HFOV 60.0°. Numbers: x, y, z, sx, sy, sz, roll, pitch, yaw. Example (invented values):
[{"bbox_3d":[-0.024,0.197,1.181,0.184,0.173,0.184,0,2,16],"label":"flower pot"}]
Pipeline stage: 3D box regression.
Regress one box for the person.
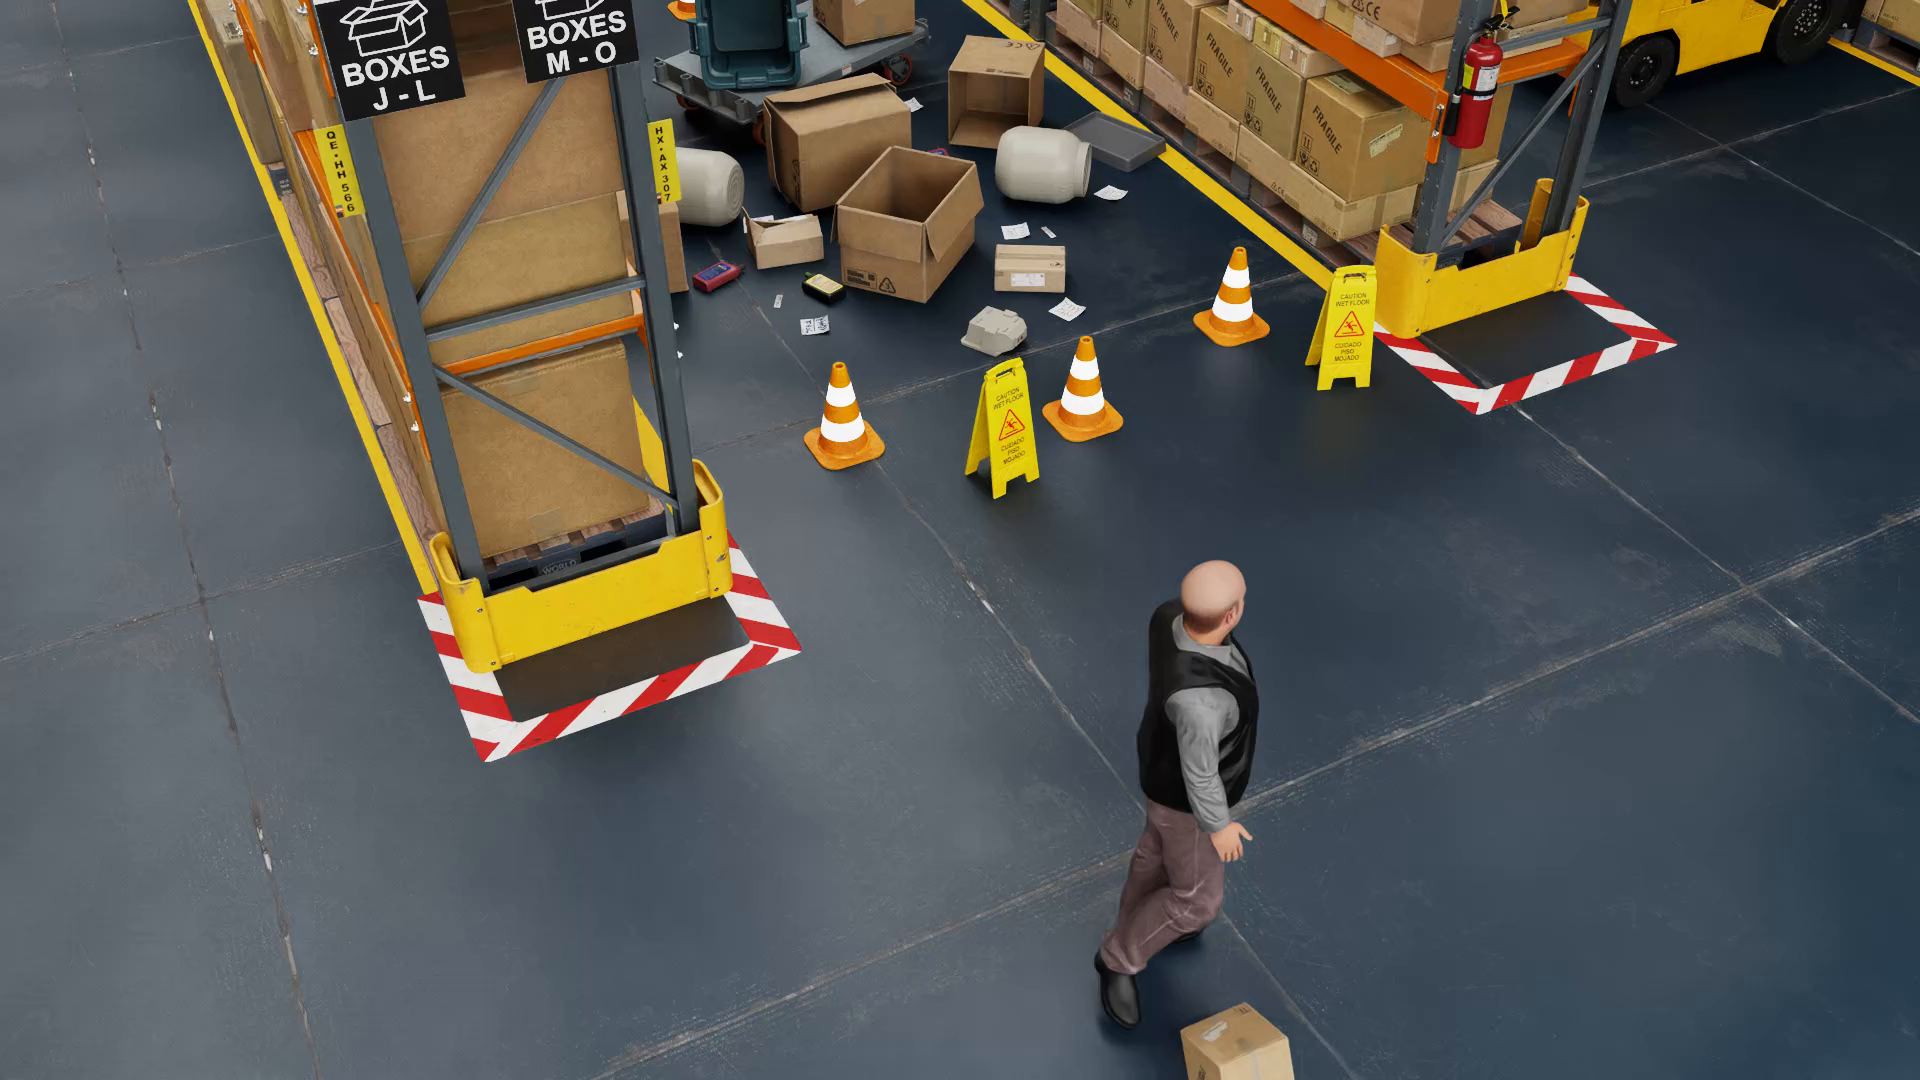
[{"bbox_3d":[0.686,0.789,5.245,0.450,1.715,0.696,2,41,2],"label":"person"}]
